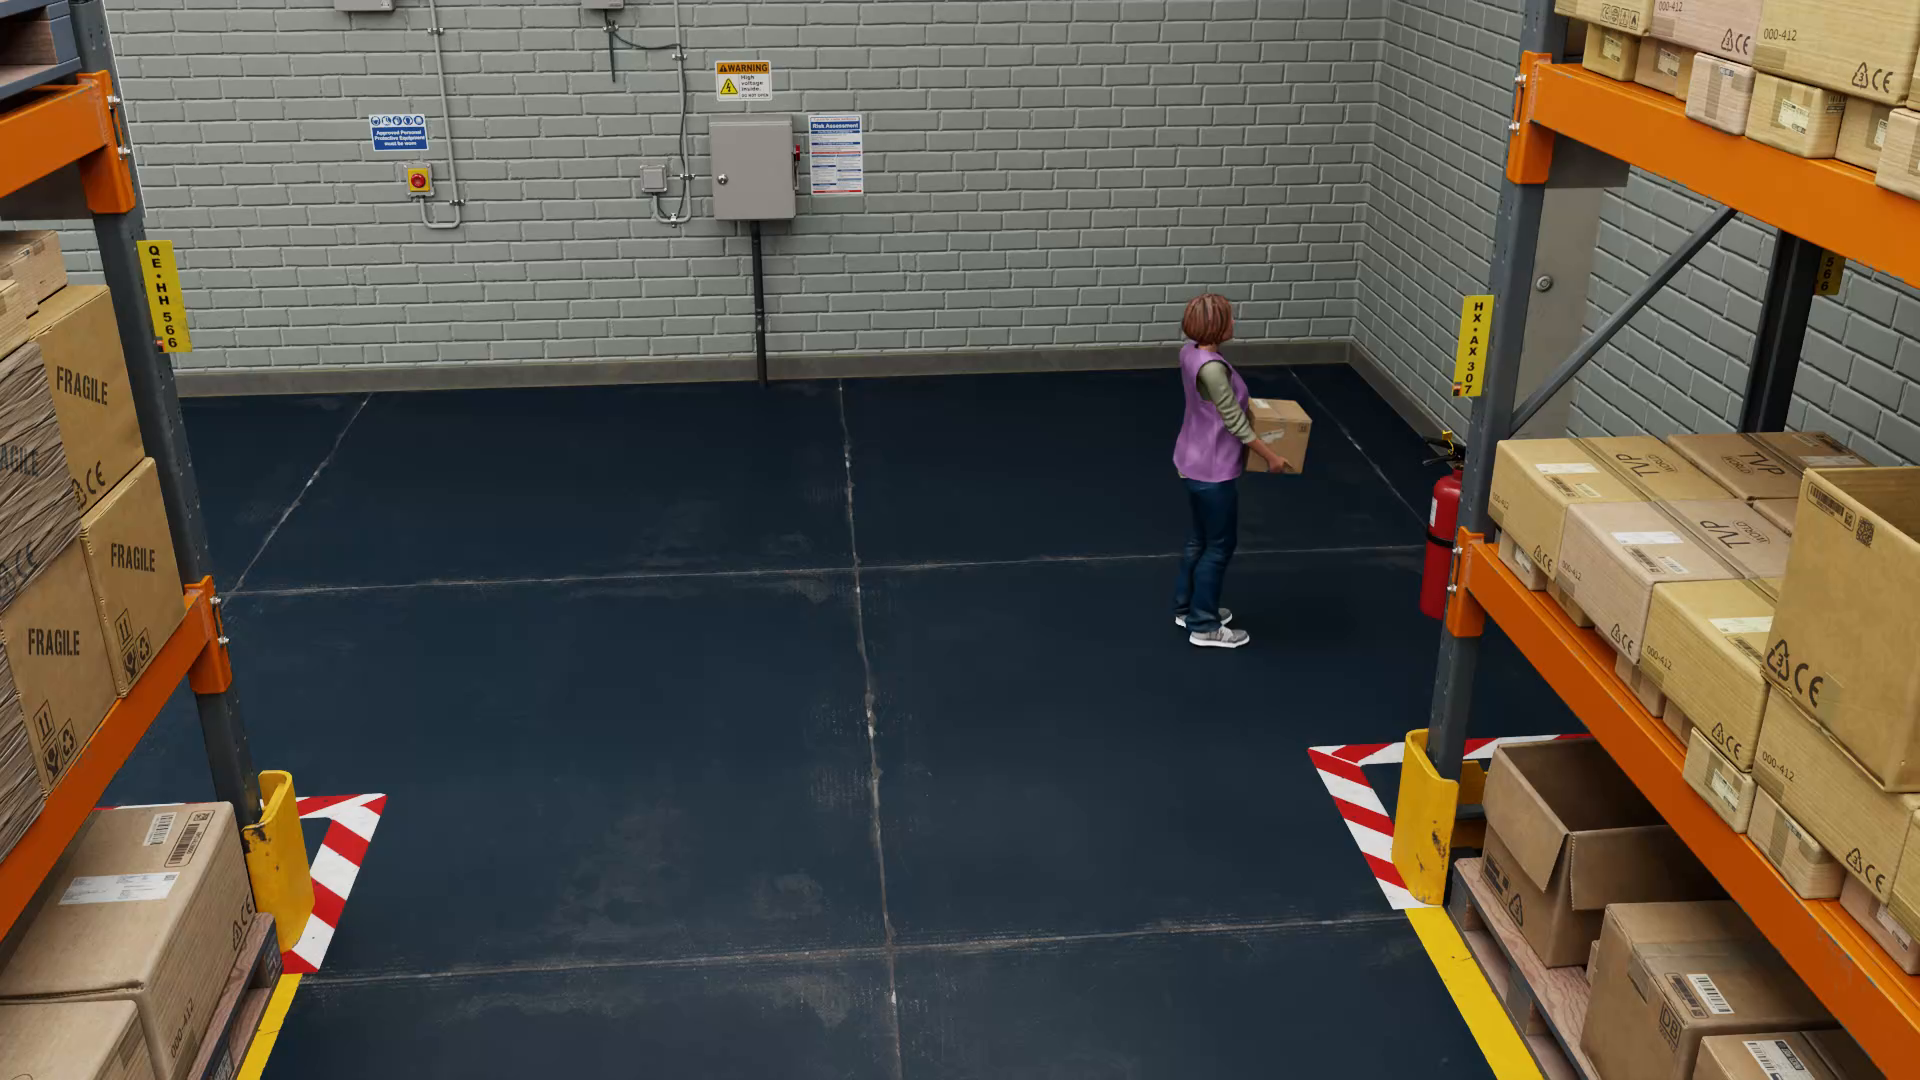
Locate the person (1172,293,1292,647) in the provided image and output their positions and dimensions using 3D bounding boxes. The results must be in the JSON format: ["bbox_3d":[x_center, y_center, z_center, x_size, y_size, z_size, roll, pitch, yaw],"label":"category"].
[{"bbox_3d":[1.178,-0.307,7.300,0.486,1.595,0.412,-2,24,-5],"label":"person"}]
